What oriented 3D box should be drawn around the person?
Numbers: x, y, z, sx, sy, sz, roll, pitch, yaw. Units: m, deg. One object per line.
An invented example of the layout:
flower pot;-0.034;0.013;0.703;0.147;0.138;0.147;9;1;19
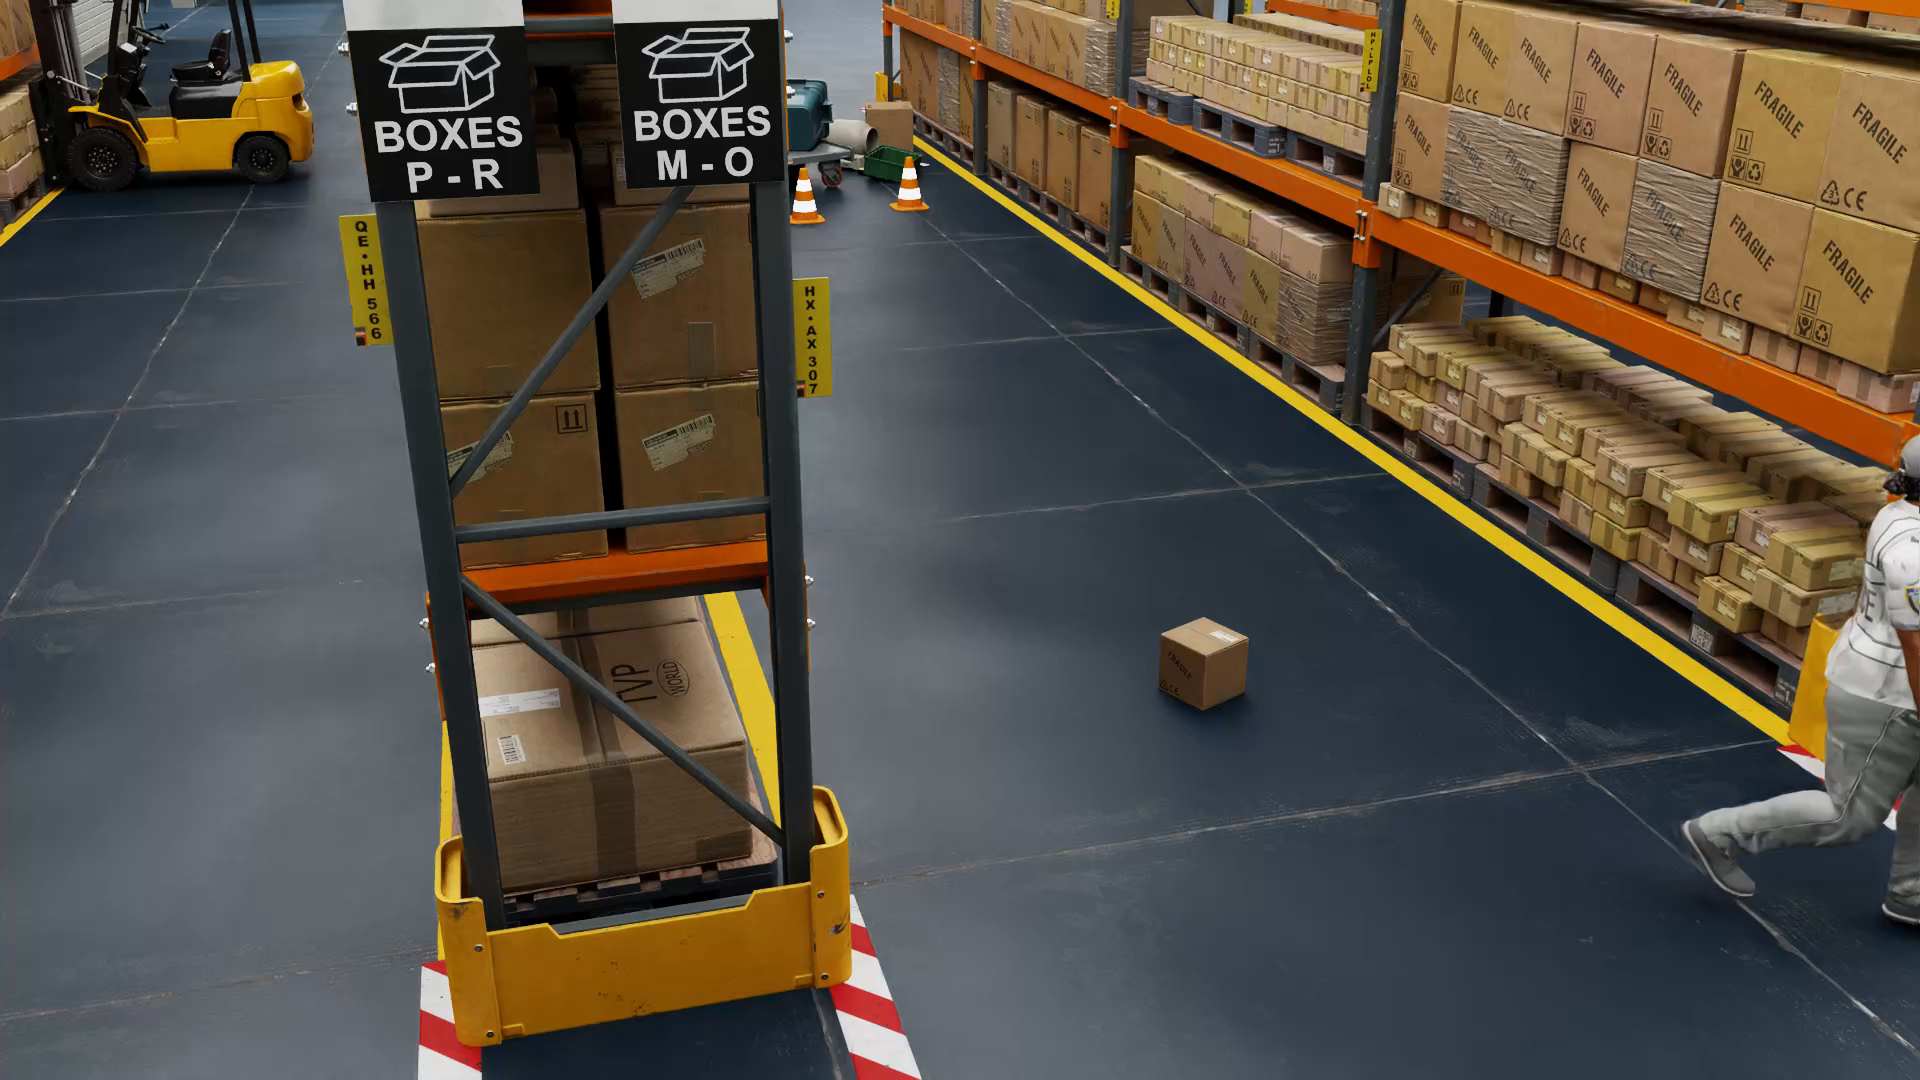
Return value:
person;2.803;0.434;5.060;0.908;1.610;0.471;13;26;28
